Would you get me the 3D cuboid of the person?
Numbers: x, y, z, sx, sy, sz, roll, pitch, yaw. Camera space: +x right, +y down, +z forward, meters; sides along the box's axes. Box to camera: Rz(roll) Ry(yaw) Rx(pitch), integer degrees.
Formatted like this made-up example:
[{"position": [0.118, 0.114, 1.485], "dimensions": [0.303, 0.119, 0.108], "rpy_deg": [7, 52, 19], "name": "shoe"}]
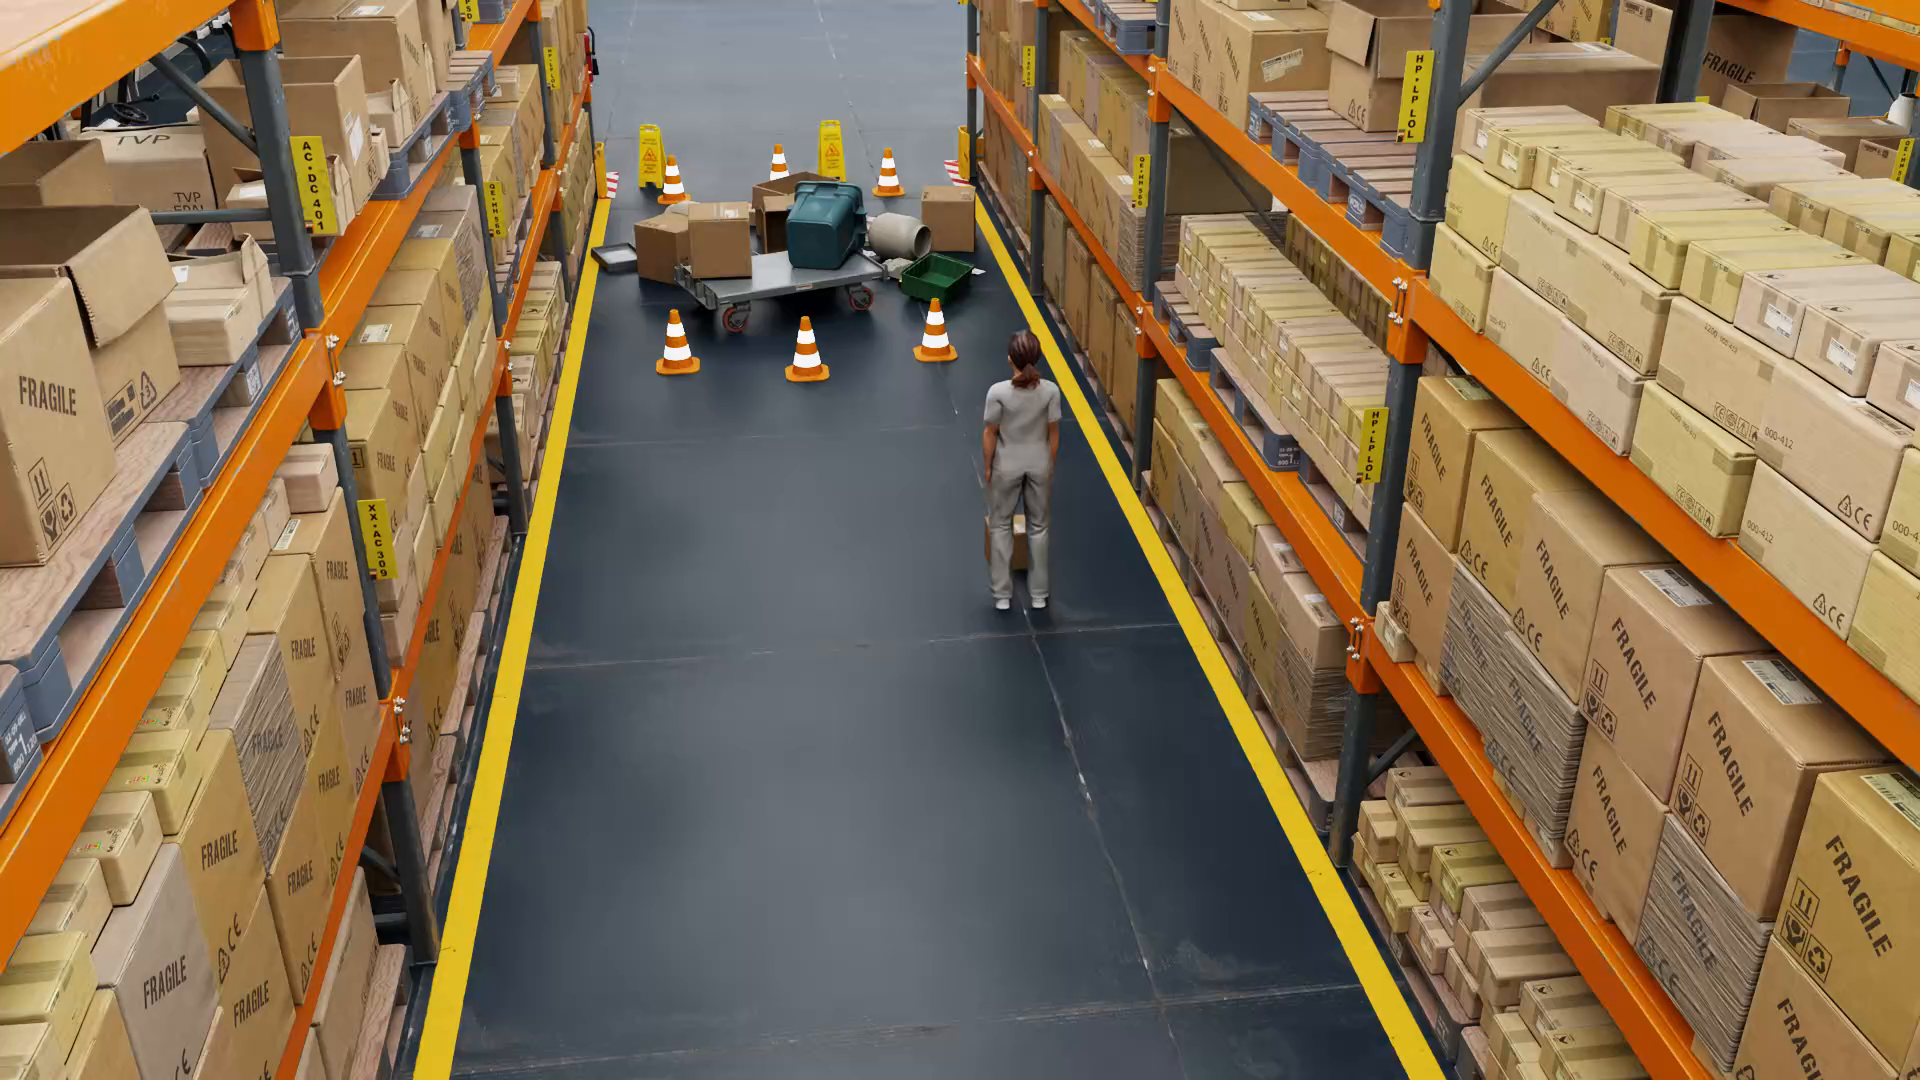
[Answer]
[{"position": [0.344, -0.388, 9.382], "dimensions": [0.437, 1.669, 0.363], "rpy_deg": [-3, 27, -6], "name": "person"}]
